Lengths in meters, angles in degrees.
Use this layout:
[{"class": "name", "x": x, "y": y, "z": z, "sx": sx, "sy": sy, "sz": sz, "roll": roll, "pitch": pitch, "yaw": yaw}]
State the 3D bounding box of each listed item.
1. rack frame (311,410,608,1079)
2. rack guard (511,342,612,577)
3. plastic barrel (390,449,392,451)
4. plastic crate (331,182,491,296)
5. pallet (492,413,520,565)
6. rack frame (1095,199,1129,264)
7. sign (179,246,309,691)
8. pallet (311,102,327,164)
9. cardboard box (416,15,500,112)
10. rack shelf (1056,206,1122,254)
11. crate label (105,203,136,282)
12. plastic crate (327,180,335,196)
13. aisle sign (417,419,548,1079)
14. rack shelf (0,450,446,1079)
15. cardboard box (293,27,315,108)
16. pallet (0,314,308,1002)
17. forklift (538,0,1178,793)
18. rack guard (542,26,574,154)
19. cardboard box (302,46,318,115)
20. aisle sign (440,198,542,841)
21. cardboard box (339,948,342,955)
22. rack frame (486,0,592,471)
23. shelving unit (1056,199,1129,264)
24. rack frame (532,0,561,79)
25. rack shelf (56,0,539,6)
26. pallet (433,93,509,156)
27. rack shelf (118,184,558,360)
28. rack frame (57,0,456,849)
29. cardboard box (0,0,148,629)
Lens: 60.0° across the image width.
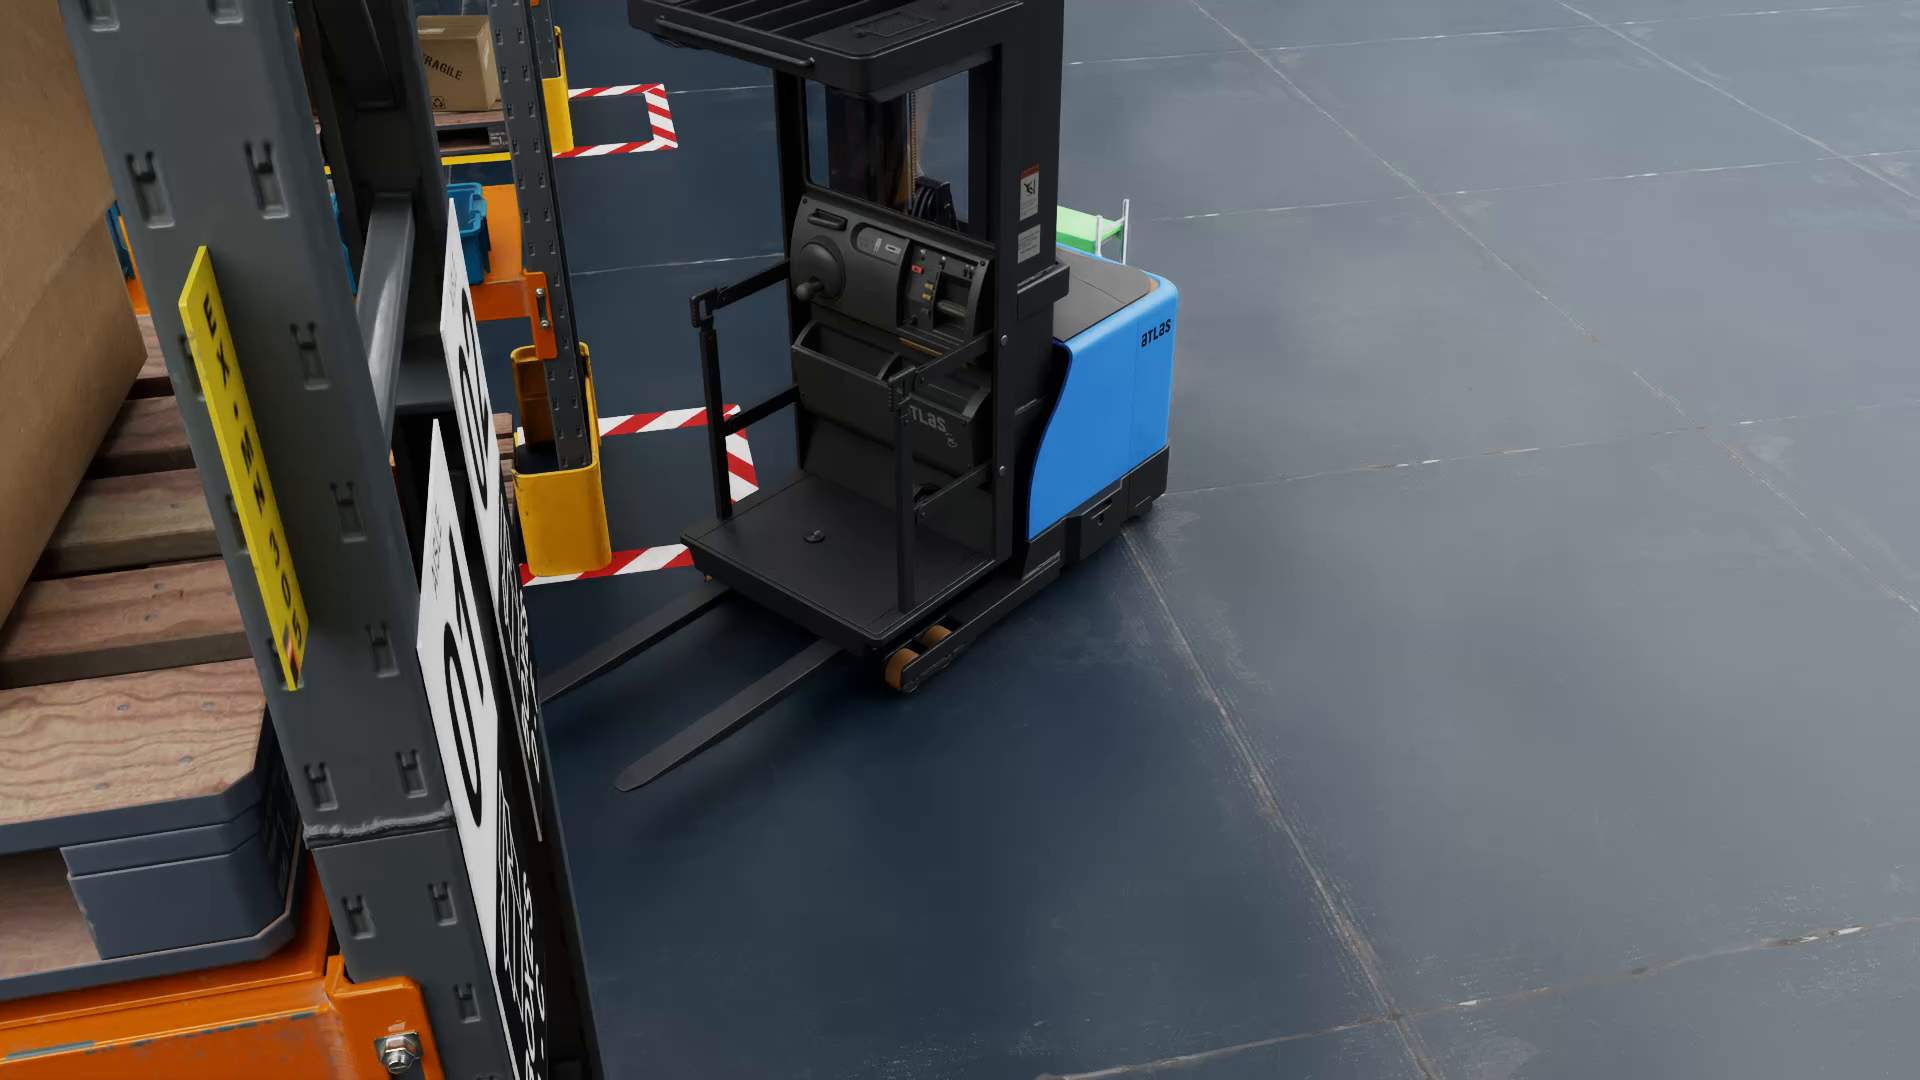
[{"class": "rack frame", "x": -0.622, "y": 1.238, "z": 2.713, "sx": 0.127, "sy": 3.000, "sz": 1.000, "roll": -7, "pitch": 35, "yaw": -11}, {"class": "rack guard", "x": -1.775, "y": -0.382, "z": 7.370, "sx": 0.348, "sy": 0.500, "sz": 1.175, "roll": -7, "pitch": 35, "yaw": -11}, {"class": "plastic barrel", "x": -2.337, "y": -0.473, "z": 7.119, "sx": 0.421, "sy": 0.512, "sz": 0.421, "roll": 0, "pitch": 34, "yaw": 0}, {"class": "plastic crate", "x": -2.134, "y": -1.169, "z": 6.433, "sx": 0.616, "sy": 0.251, "sz": 0.499, "roll": -7, "pitch": 35, "yaw": -11}, {"class": "pallet", "x": -2.569, "y": -0.165, "z": 7.306, "sx": 1.213, "sy": 0.211, "sz": 1.003, "roll": -7, "pitch": 35, "yaw": -11}, {"class": "rack frame", "x": 0.667, "y": -0.950, "z": 7.589, "sx": 0.015, "sy": 1.200, "sz": 0.240, "roll": 23, "pitch": 40, "yaw": 30}, {"class": "sign", "x": -0.516, "y": -0.046, "z": 1.211, "sx": 0.005, "sy": 0.325, "sz": 0.100, "roll": -7, "pitch": 35, "yaw": -11}, {"class": "pallet", "x": -4.866, "y": -2.751, "z": 11.159, "sx": 1.213, "sy": 0.211, "sz": 1.003, "roll": -7, "pitch": 35, "yaw": -11}, {"class": "cardboard box", "x": -3.417, "y": -3.215, "z": 11.216, "sx": 0.500, "sy": 0.500, "sz": 0.500, "roll": -1, "pitch": 34, "yaw": -2}, {"class": "rack shelf", "x": 0.472, "y": -1.377, "z": 7.479, "sx": 0.480, "sy": 0.148, "sz": 0.258, "roll": 23, "pitch": 40, "yaw": 30}, {"class": "crate label", "x": -3.447, "y": -1.096, "z": 6.160, "sx": 0.616, "sy": 0.435, "sz": 0.502, "roll": -7, "pitch": 35, "yaw": -11}, {"class": "plastic crate", "x": -2.655, "y": -1.410, "z": 6.896, "sx": 0.250, "sy": 0.136, "sz": 0.298, "roll": -7, "pitch": 35, "yaw": -11}, {"class": "aisle sign", "x": -0.494, "y": 0.310, "z": 1.763, "sx": 0.004, "sy": 0.787, "sz": 0.394, "roll": -7, "pitch": 35, "yaw": -11}, {"class": "rack shelf", "x": -2.573, "y": 0.537, "z": 1.711, "sx": 4.000, "sy": 0.370, "sz": 1.077, "roll": -7, "pitch": 35, "yaw": -11}, {"class": "cardboard box", "x": -4.607, "y": -3.056, "z": 10.979, "sx": 0.500, "sy": 0.500, "sz": 0.500, "roll": -4, "pitch": 34, "yaw": -6}, {"class": "pallet", "x": -1.318, "y": 0.102, "z": 1.793, "sx": 1.213, "sy": 0.211, "sz": 1.003, "roll": -7, "pitch": 35, "yaw": -11}, {"class": "forklift", "x": -0.407, "y": -0.949, "z": 6.034, "sx": 1.130, "sy": 2.935, "sz": 3.031, "roll": 25, "pitch": 41, "yaw": 32}, {"class": "rack guard", "x": -2.878, "y": -3.099, "z": 11.420, "sx": 0.348, "sy": 0.500, "sz": 1.175, "roll": -7, "pitch": 35, "yaw": -11}, {"class": "cardboard box", "x": -3.992, "y": -3.123, "z": 11.079, "sx": 0.500, "sy": 0.500, "sz": 0.500, "roll": 1, "pitch": 34, "yaw": 2}, {"class": "aisle sign", "x": -0.626, "y": -0.016, "z": 2.249, "sx": 0.004, "sy": 0.787, "sz": 0.394, "roll": -7, "pitch": 35, "yaw": -11}, {"class": "cardboard box", "x": -1.132, "y": 0.715, "z": 2.239, "sx": 0.500, "sy": 0.500, "sz": 0.700, "roll": -7, "pitch": 35, "yaw": -10}, {"class": "rack frame", "x": -1.712, "y": -1.455, "z": 6.726, "sx": 0.127, "sy": 3.000, "sz": 1.000, "roll": -7, "pitch": 35, "yaw": -11}, {"class": "shelving unit", "x": 0.472, "y": -1.032, "z": 7.711, "sx": 0.503, "sy": 1.200, "sz": 0.258, "roll": 23, "pitch": 40, "yaw": 30}, {"class": "rack frame", "x": -2.804, "y": -4.146, "z": 10.737, "sx": 0.127, "sy": 3.000, "sz": 1.000, "roll": -7, "pitch": 35, "yaw": -11}, {"class": "rack shelf", "x": -4.755, "y": -3.602, "z": 10.571, "sx": 4.000, "sy": 0.370, "sz": 1.077, "roll": -7, "pitch": 35, "yaw": -11}, {"class": "pallet", "x": -3.679, "y": -2.899, "z": 11.380, "sx": 1.213, "sy": 0.211, "sz": 1.003, "roll": -7, "pitch": 35, "yaw": -11}, {"class": "rack shelf", "x": -3.662, "y": -0.910, "z": 6.560, "sx": 4.000, "sy": 0.370, "sz": 1.077, "roll": -7, "pitch": 35, "yaw": -11}, {"class": "rack frame", "x": -0.622, "y": -1.253, "z": 1.042, "sx": 0.127, "sy": 3.000, "sz": 1.000, "roll": -7, "pitch": 35, "yaw": -11}, {"class": "cardboard box", "x": -1.184, "y": -0.215, "z": 1.591, "sx": 0.637, "sy": 0.503, "sz": 0.797, "roll": -5, "pitch": 34, "yaw": -7}]
